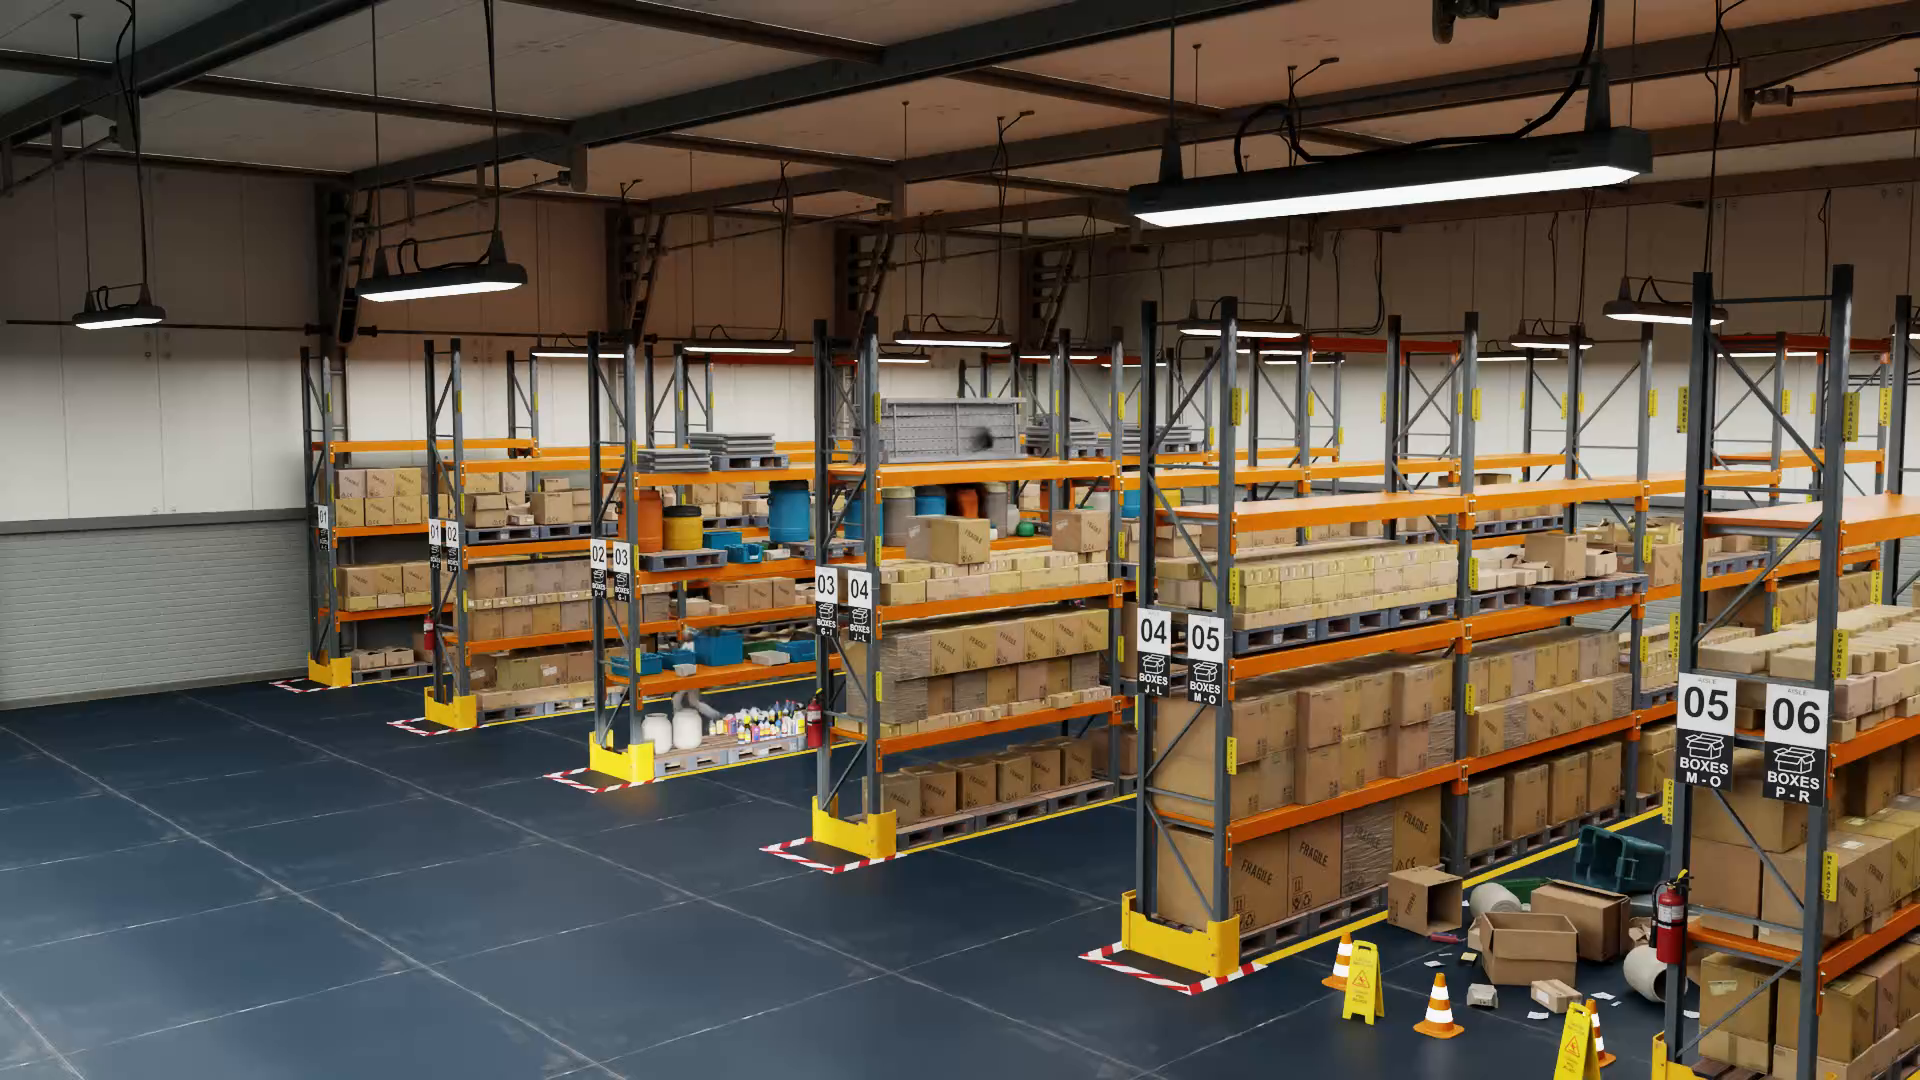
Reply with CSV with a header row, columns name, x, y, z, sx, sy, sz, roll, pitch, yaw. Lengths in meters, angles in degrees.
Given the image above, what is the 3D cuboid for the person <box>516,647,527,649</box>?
name,x,y,z,sx,sy,sz,roll,pitch,yaw
person,-7.533,1.757,28.722,0.685,1.826,0.757,4,6,38

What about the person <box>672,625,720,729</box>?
name,x,y,z,sx,sy,sz,roll,pitch,yaw
person,-4.074,2.103,25.101,0.919,1.673,0.583,-4,6,-37
